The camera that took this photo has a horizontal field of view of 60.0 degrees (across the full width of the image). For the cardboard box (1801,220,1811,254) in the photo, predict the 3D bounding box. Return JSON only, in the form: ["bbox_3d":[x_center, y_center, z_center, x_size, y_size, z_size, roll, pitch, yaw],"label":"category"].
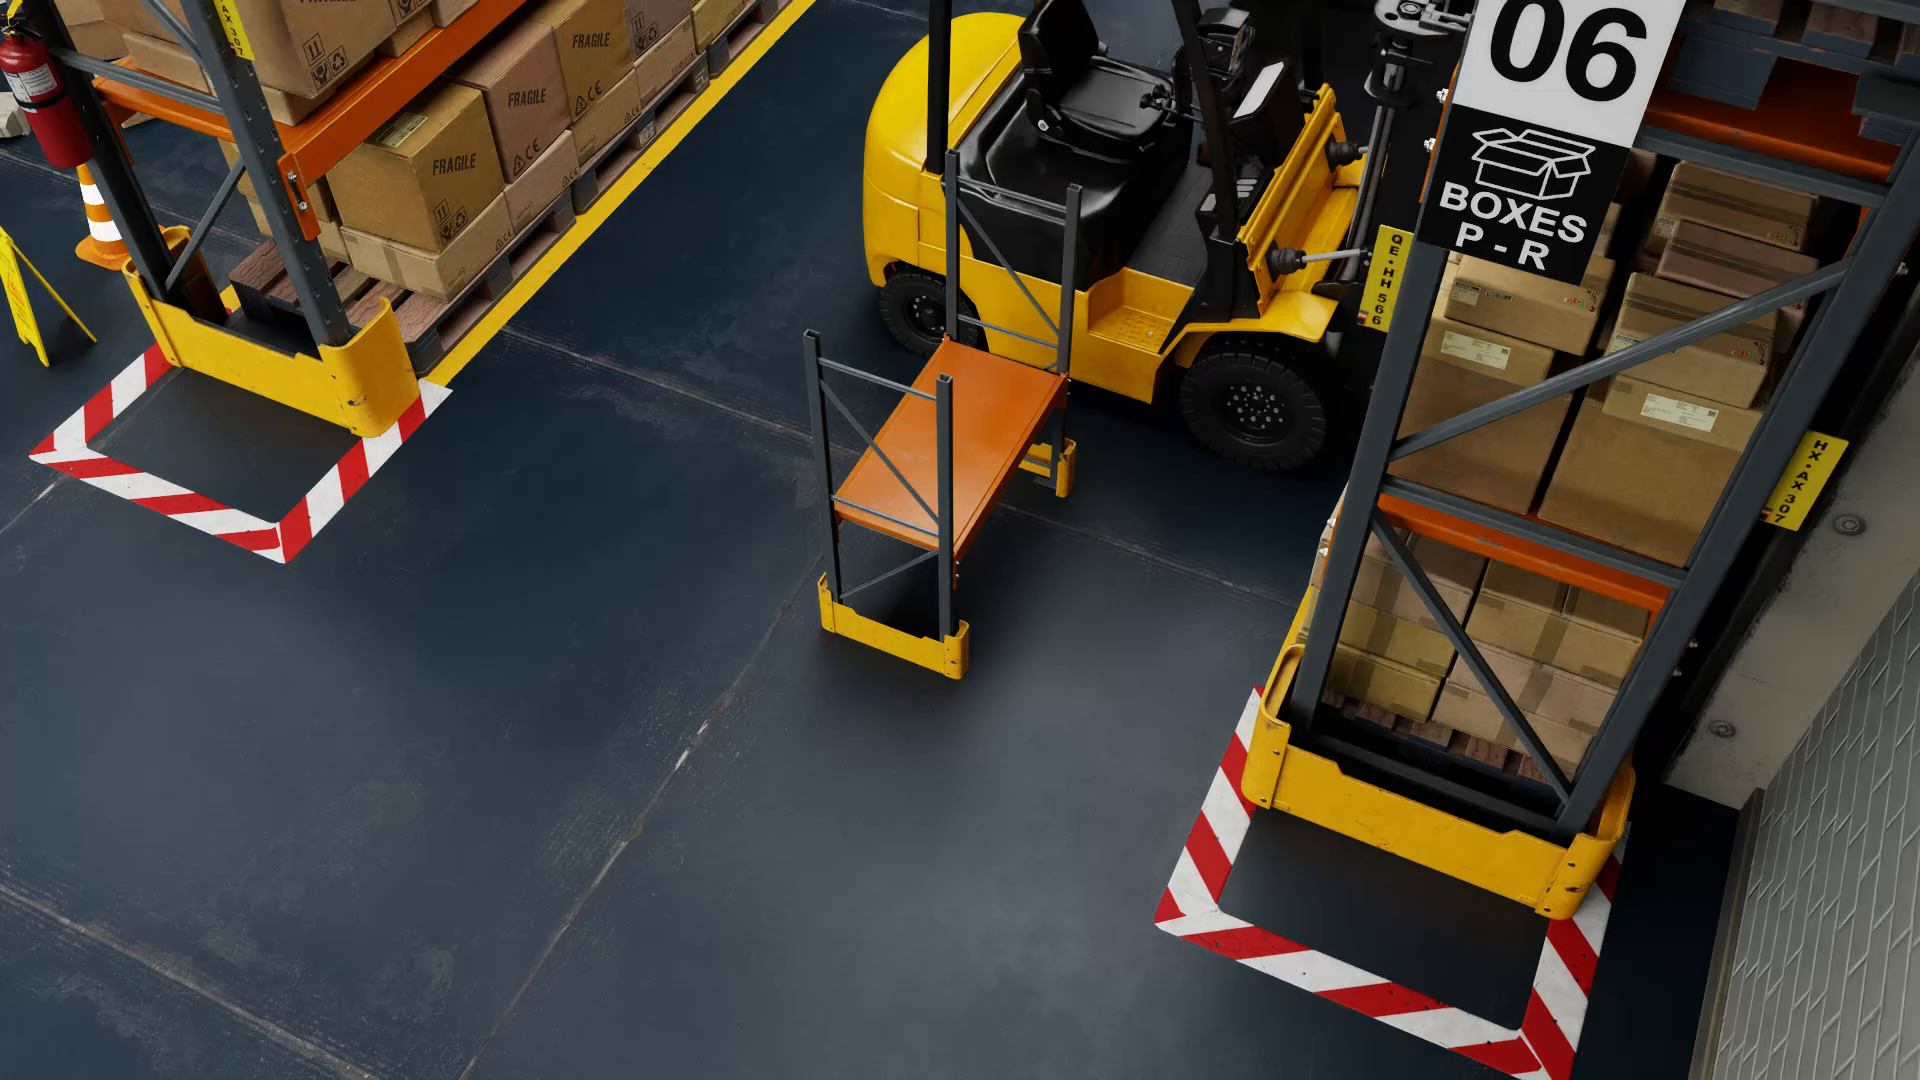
[{"bbox_3d":[2.285,-0.943,4.907,0.380,0.149,0.250,18,52,15],"label":"cardboard box"}]

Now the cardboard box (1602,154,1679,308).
[{"bbox_3d":[2.450,-1.021,5.398,0.500,0.500,0.500,19,52,16],"label":"cardboard box"}]

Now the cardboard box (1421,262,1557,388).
[{"bbox_3d":[1.469,-0.596,4.611,0.380,0.149,0.250,21,53,17],"label":"cardboard box"}]

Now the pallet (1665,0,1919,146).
[{"bbox_3d":[1.900,-1.445,3.914,1.003,0.211,1.213,20,52,16],"label":"pallet"}]

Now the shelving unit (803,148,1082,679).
[{"bbox_3d":[-0.033,-0.434,5.949,0.587,1.500,1.083,20,52,16],"label":"shelving unit"}]

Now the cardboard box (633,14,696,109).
[{"bbox_3d":[-1.656,-2.422,8.186,0.500,0.250,0.500,21,53,17],"label":"cardboard box"}]

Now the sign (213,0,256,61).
[{"bbox_3d":[-2.425,-1.740,5.508,0.100,0.325,0.005,20,52,16],"label":"sign"}]

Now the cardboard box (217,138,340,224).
[{"bbox_3d":[-2.809,-1.761,7.131,0.500,0.500,0.500,20,53,16],"label":"cardboard box"}]

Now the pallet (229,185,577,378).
[{"bbox_3d":[-2.504,-1.333,7.560,1.003,0.211,1.213,20,52,16],"label":"pallet"}]

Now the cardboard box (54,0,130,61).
[{"bbox_3d":[-4.454,-2.860,8.669,0.797,0.503,0.637,-11,51,-9],"label":"cardboard box"}]

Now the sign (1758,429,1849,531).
[{"bbox_3d":[2.073,-0.145,4.099,0.100,0.325,0.005,20,52,16],"label":"sign"}]

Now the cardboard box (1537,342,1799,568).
[{"bbox_3d":[2.037,-0.307,4.791,0.500,0.500,0.500,21,53,17],"label":"cardboard box"}]

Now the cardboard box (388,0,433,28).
[{"bbox_3d":[-2.244,-2.359,6.341,0.500,0.500,0.500,21,53,17],"label":"cardboard box"}]

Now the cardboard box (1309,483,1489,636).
[{"bbox_3d":[1.489,-0.011,5.478,0.500,0.250,0.500,21,53,17],"label":"cardboard box"}]

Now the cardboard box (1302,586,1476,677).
[{"bbox_3d":[1.500,0.132,5.684,0.500,0.250,0.500,19,52,16],"label":"cardboard box"}]

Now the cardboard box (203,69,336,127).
[{"bbox_3d":[-2.583,-1.721,6.225,0.380,0.149,0.250,20,52,16],"label":"cardboard box"}]

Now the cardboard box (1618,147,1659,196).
[{"bbox_3d":[1.875,-1.194,4.925,0.380,0.149,0.250,20,53,16],"label":"cardboard box"}]

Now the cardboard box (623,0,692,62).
[{"bbox_3d":[-1.649,-2.681,7.914,0.500,0.500,0.500,22,53,18],"label":"cardboard box"}]

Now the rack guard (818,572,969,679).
[{"bbox_3d":[-0.245,0.314,6.133,0.587,0.250,0.087,20,52,16],"label":"rack guard"}]

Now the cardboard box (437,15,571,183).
[{"bbox_3d":[-2.092,-1.968,7.307,0.500,0.500,0.500,18,52,15],"label":"cardboard box"}]

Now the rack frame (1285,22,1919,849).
[{"bbox_3d":[1.574,-0.024,4.616,1.000,3.000,0.127,20,52,16],"label":"rack frame"}]

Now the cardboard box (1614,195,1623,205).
[{"bbox_3d":[1.718,-0.941,4.904,0.380,0.149,0.250,21,53,17],"label":"cardboard box"}]

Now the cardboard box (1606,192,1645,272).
[{"bbox_3d":[1.777,-0.835,5.240,0.500,0.500,0.500,21,53,17],"label":"cardboard box"}]

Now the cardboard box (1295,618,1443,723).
[{"bbox_3d":[1.489,0.305,5.866,0.500,0.250,0.500,20,53,16],"label":"cardboard box"}]

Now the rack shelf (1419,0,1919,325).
[{"bbox_3d":[2.429,-2.140,4.919,1.077,0.370,4.000,20,52,16],"label":"rack shelf"}]

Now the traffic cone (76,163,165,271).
[{"bbox_3d":[-3.898,-1.530,7.563,0.336,0.463,0.334,20,52,16],"label":"traffic cone"}]

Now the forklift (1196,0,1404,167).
[{"bbox_3d":[1.776,-2.891,7.101,1.130,2.935,3.031,13,51,10],"label":"forklift"}]

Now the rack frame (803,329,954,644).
[{"bbox_3d":[-0.254,-0.077,5.646,0.500,1.500,0.032,20,52,16],"label":"rack frame"}]

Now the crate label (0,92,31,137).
[{"bbox_3d":[-4.767,-2.113,8.273,0.250,0.136,0.298,-4,50,-3],"label":"crate label"}]

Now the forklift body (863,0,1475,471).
[{"bbox_3d":[0.735,-1.648,6.555,2.313,2.155,1.214,20,52,16],"label":"forklift body"}]

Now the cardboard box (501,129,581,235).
[{"bbox_3d":[-2.096,-1.696,7.568,0.500,0.250,0.500,22,53,17],"label":"cardboard box"}]

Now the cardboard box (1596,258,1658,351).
[{"bbox_3d":[2.002,-0.606,4.620,0.380,0.149,0.250,20,52,16],"label":"cardboard box"}]

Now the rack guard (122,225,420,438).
[{"bbox_3d":[-2.883,-0.878,6.984,1.175,0.500,0.348,20,52,16],"label":"rack guard"}]

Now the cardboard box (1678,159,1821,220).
[{"bbox_3d":[2.272,-1.046,4.798,0.380,0.149,0.250,20,53,16],"label":"cardboard box"}]

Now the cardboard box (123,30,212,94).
[{"bbox_3d":[-2.949,-1.882,6.362,0.380,0.149,0.250,21,53,17],"label":"cardboard box"}]

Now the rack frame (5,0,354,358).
[{"bbox_3d":[-2.915,-1.636,5.988,1.000,3.000,0.127,20,52,16],"label":"rack frame"}]

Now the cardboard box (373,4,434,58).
[{"bbox_3d":[-2.301,-2.056,6.510,0.380,0.149,0.250,18,52,15],"label":"cardboard box"}]

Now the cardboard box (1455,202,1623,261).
[{"bbox_3d":[1.614,-0.858,4.639,0.380,0.149,0.250,20,52,16],"label":"cardboard box"}]

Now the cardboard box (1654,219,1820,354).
[{"bbox_3d":[2.081,-0.687,4.493,0.380,0.149,0.250,21,53,17],"label":"cardboard box"}]

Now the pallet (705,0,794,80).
[{"bbox_3d":[-1.461,-3.013,8.990,1.003,0.211,1.213,20,52,16],"label":"pallet"}]
